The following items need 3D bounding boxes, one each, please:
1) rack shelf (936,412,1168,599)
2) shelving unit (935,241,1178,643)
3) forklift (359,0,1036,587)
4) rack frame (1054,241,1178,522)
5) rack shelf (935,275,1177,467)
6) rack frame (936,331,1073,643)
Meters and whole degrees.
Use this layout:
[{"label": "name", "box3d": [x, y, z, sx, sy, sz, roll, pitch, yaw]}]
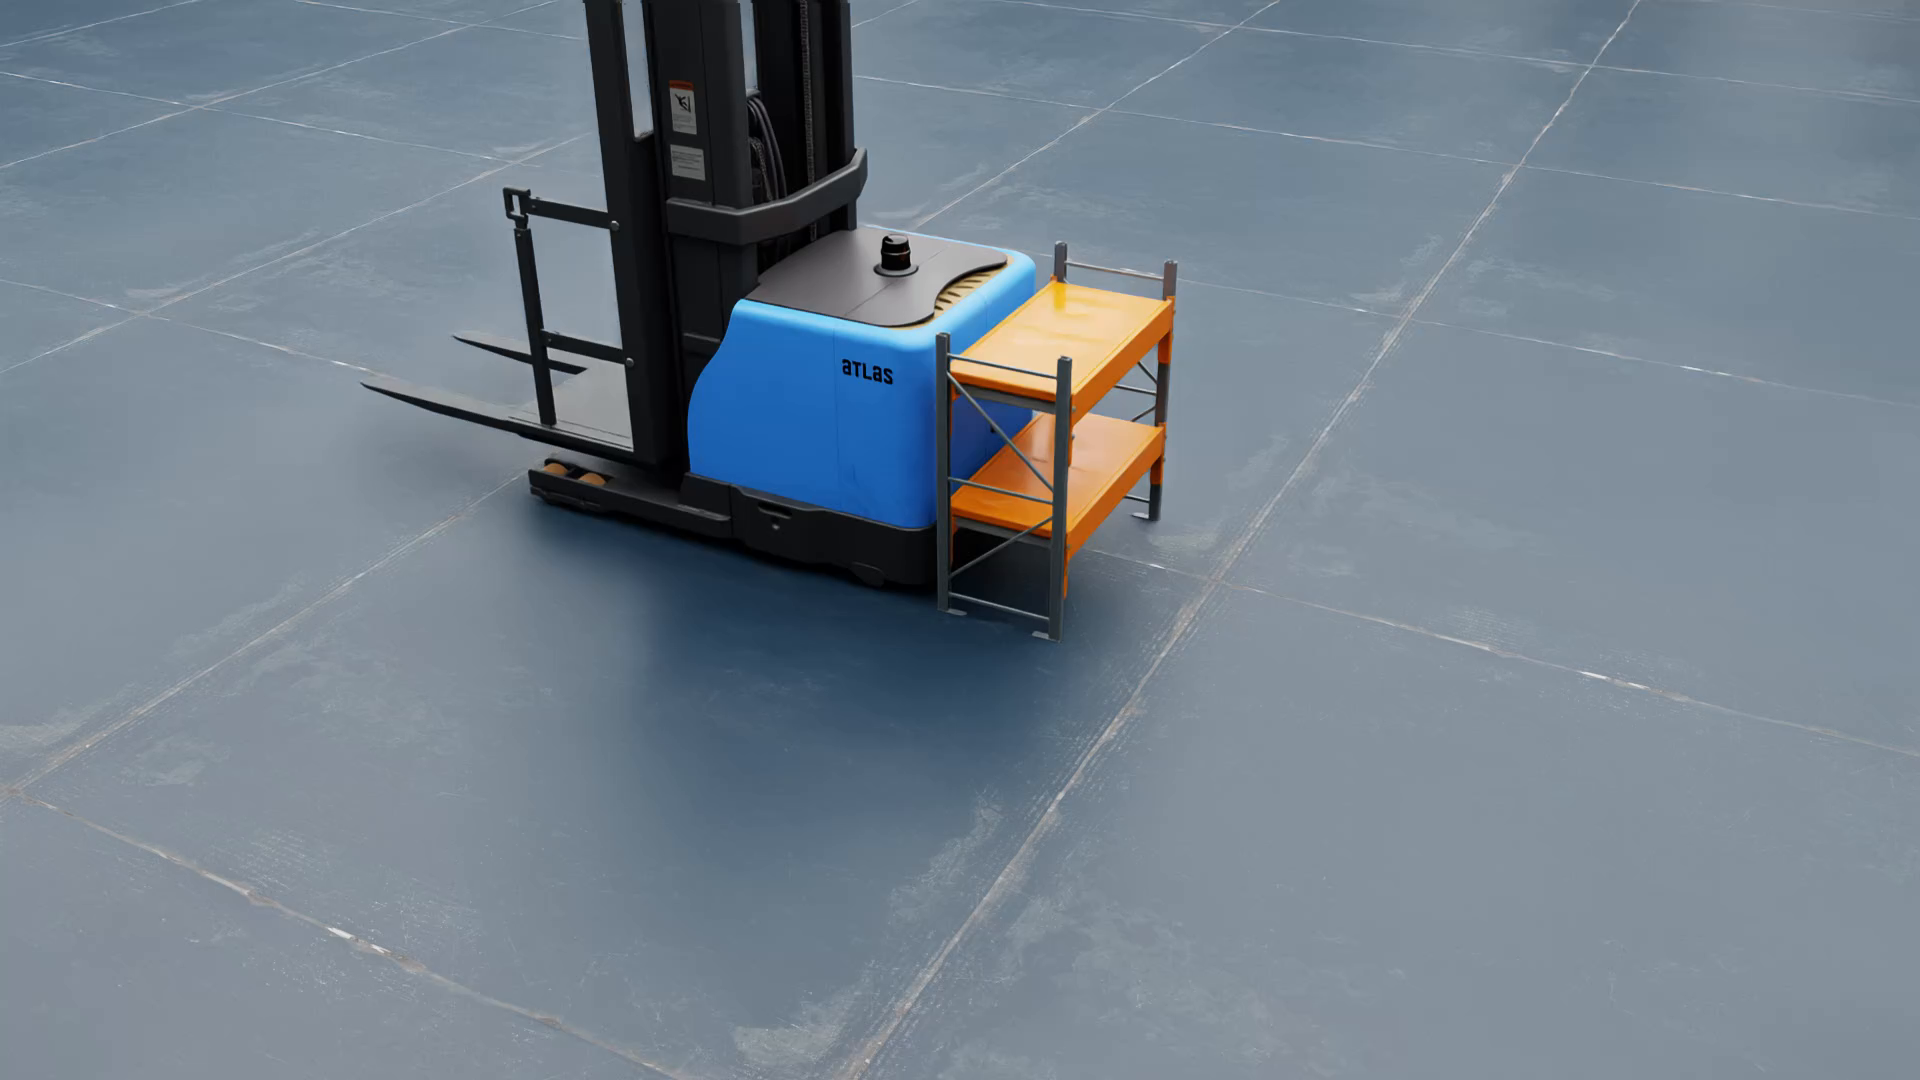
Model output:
[{"label": "rack shelf", "box3d": [0.373, -0.186, 6.435, 0.538, 0.278, 1.000, 14, 33, 23]}, {"label": "shelving unit", "box3d": [0.373, -0.398, 6.313, 0.538, 1.125, 1.048, 14, 33, 23]}, {"label": "forklift", "box3d": [-1.234, -1.597, 6.588, 3.031, 2.935, 1.130, 14, 33, 24]}, {"label": "rack frame", "box3d": [0.601, -0.624, 6.708, 0.500, 1.125, 0.032, 14, 33, 23]}, {"label": "rack shelf", "box3d": [0.373, -0.652, 6.168, 0.538, 0.278, 1.000, 14, 33, 23]}, {"label": "rack frame", "box3d": [0.146, -0.172, 5.919, 0.500, 1.125, 0.032, 14, 33, 23]}]
